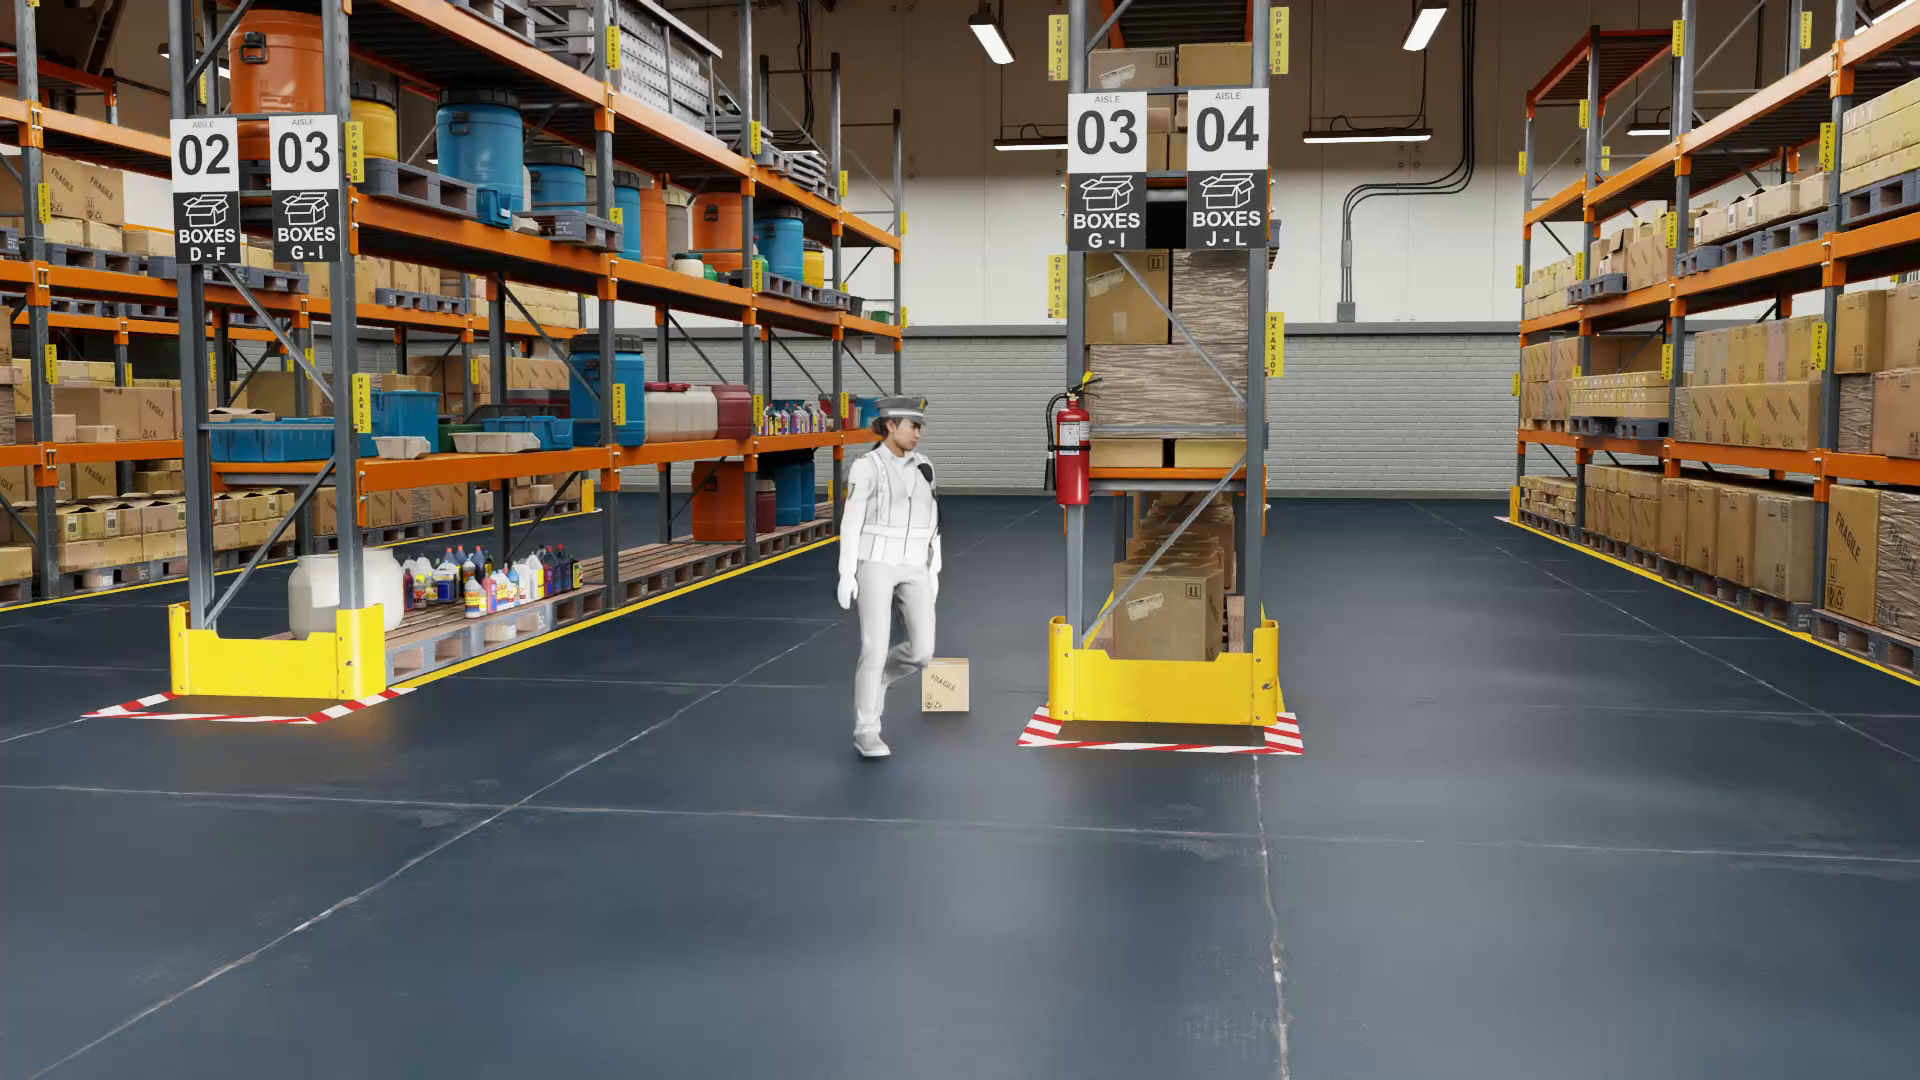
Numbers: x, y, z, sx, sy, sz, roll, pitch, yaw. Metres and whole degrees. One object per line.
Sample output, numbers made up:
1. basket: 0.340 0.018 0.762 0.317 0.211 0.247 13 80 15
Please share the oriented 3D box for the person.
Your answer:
1. person: -0.340 0.150 7.802 0.536 1.645 0.553 -2 5 -28
